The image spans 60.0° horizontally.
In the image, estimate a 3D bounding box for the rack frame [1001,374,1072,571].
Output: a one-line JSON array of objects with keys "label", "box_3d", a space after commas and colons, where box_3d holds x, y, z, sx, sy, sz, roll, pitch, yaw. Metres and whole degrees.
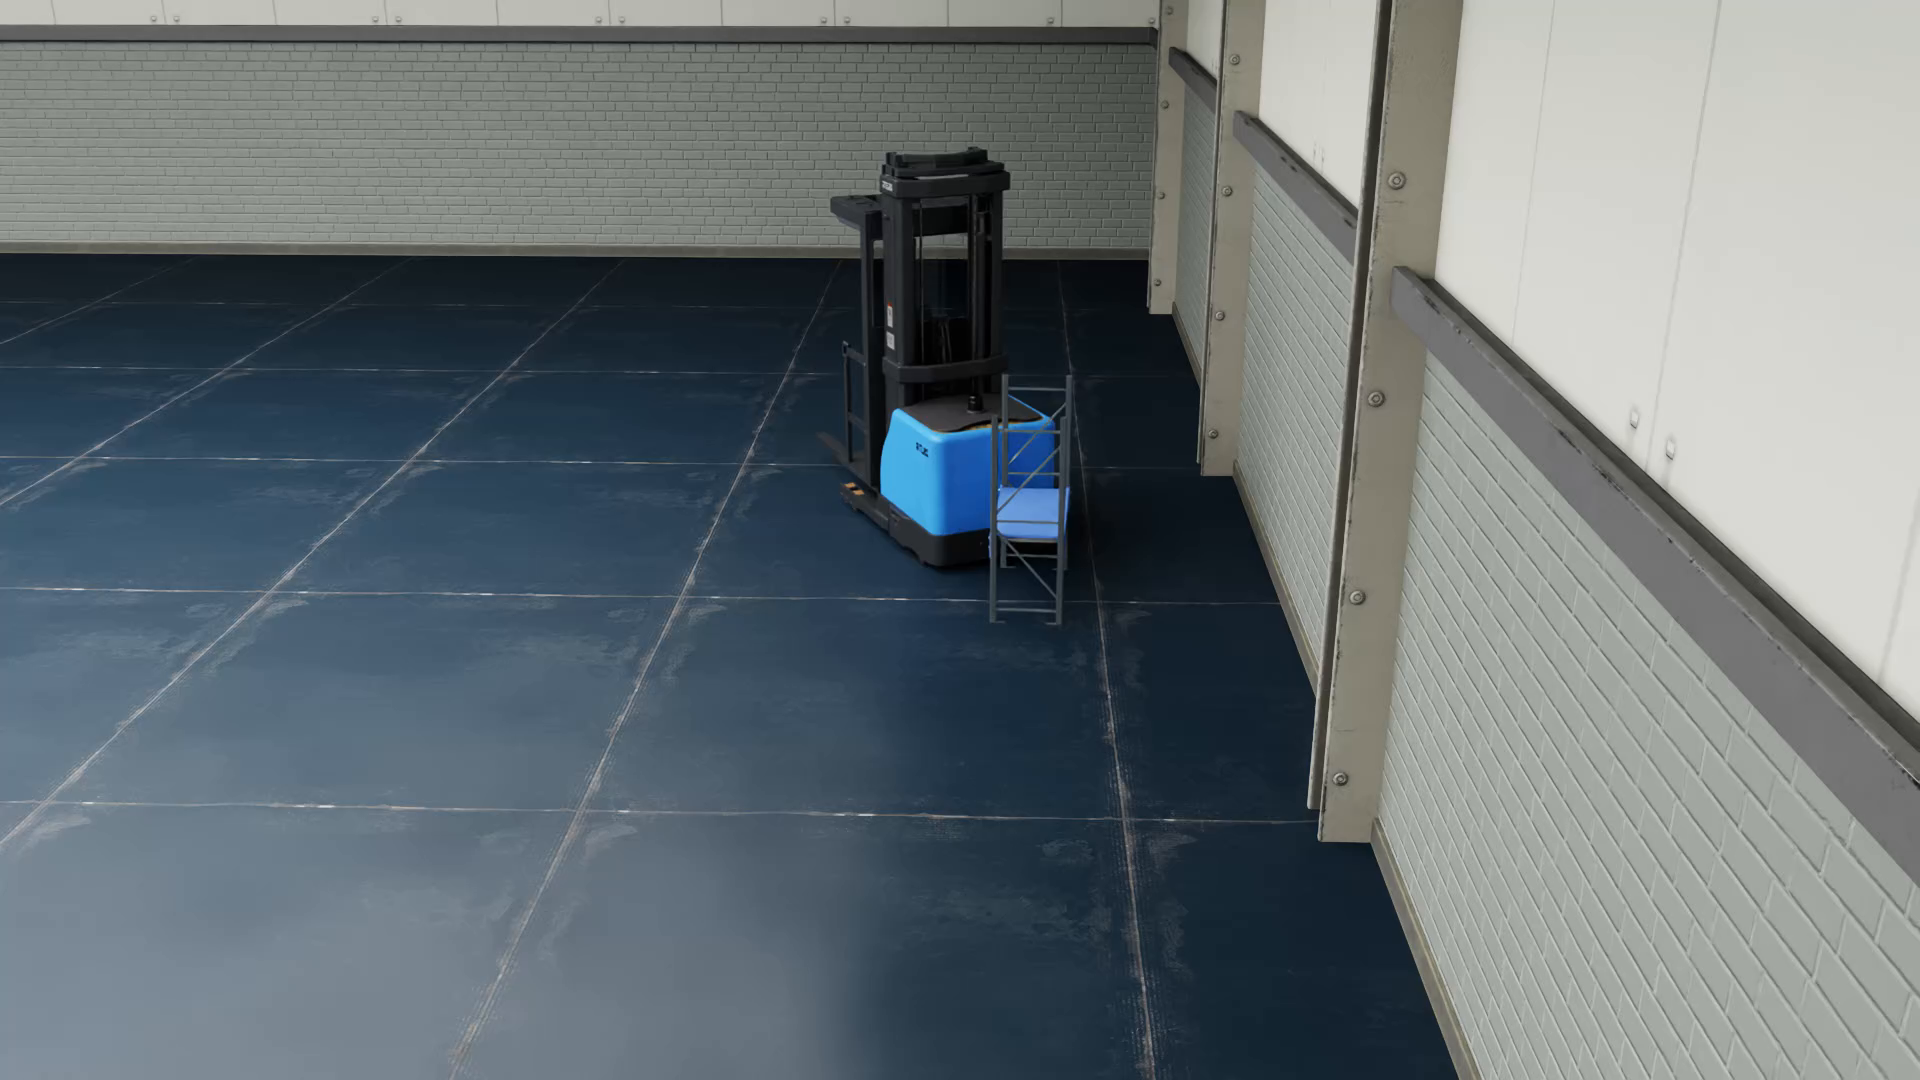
[{"label": "rack frame", "box_3d": [0.556, -0.484, 12.203, 0.500, 1.500, 0.032, 2, 21, 5]}]

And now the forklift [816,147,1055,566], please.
[{"label": "forklift", "box_3d": [-0.350, -1.669, 13.278, 1.130, 2.935, 3.031, -9, 23, -23]}]

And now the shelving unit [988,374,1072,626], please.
[{"label": "shelving unit", "box_3d": [0.507, -0.301, 11.731, 0.538, 1.500, 1.048, 2, 21, 5]}]

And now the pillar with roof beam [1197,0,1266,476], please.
[{"label": "pillar with roof beam", "box_3d": [-2.042, -4.872, 13.146, 9.100, 9.000, 0.400, 1, 21, 2]}]

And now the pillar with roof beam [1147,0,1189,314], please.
[{"label": "pillar with roof beam", "box_3d": [-1.860, -7.042, 18.737, 9.100, 9.000, 0.400, 1, 21, 2]}]

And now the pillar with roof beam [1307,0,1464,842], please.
[{"label": "pillar with roof beam", "box_3d": [-2.225, -2.703, 7.554, 9.100, 9.000, 0.400, 1, 21, 2]}]

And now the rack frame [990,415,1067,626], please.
[{"label": "rack frame", "box_3d": [0.458, -0.118, 11.259, 0.500, 1.500, 0.032, 2, 21, 5]}]

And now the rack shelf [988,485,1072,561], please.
[{"label": "rack shelf", "box_3d": [0.507, -0.133, 11.796, 0.538, 0.185, 1.000, 2, 21, 5]}]
